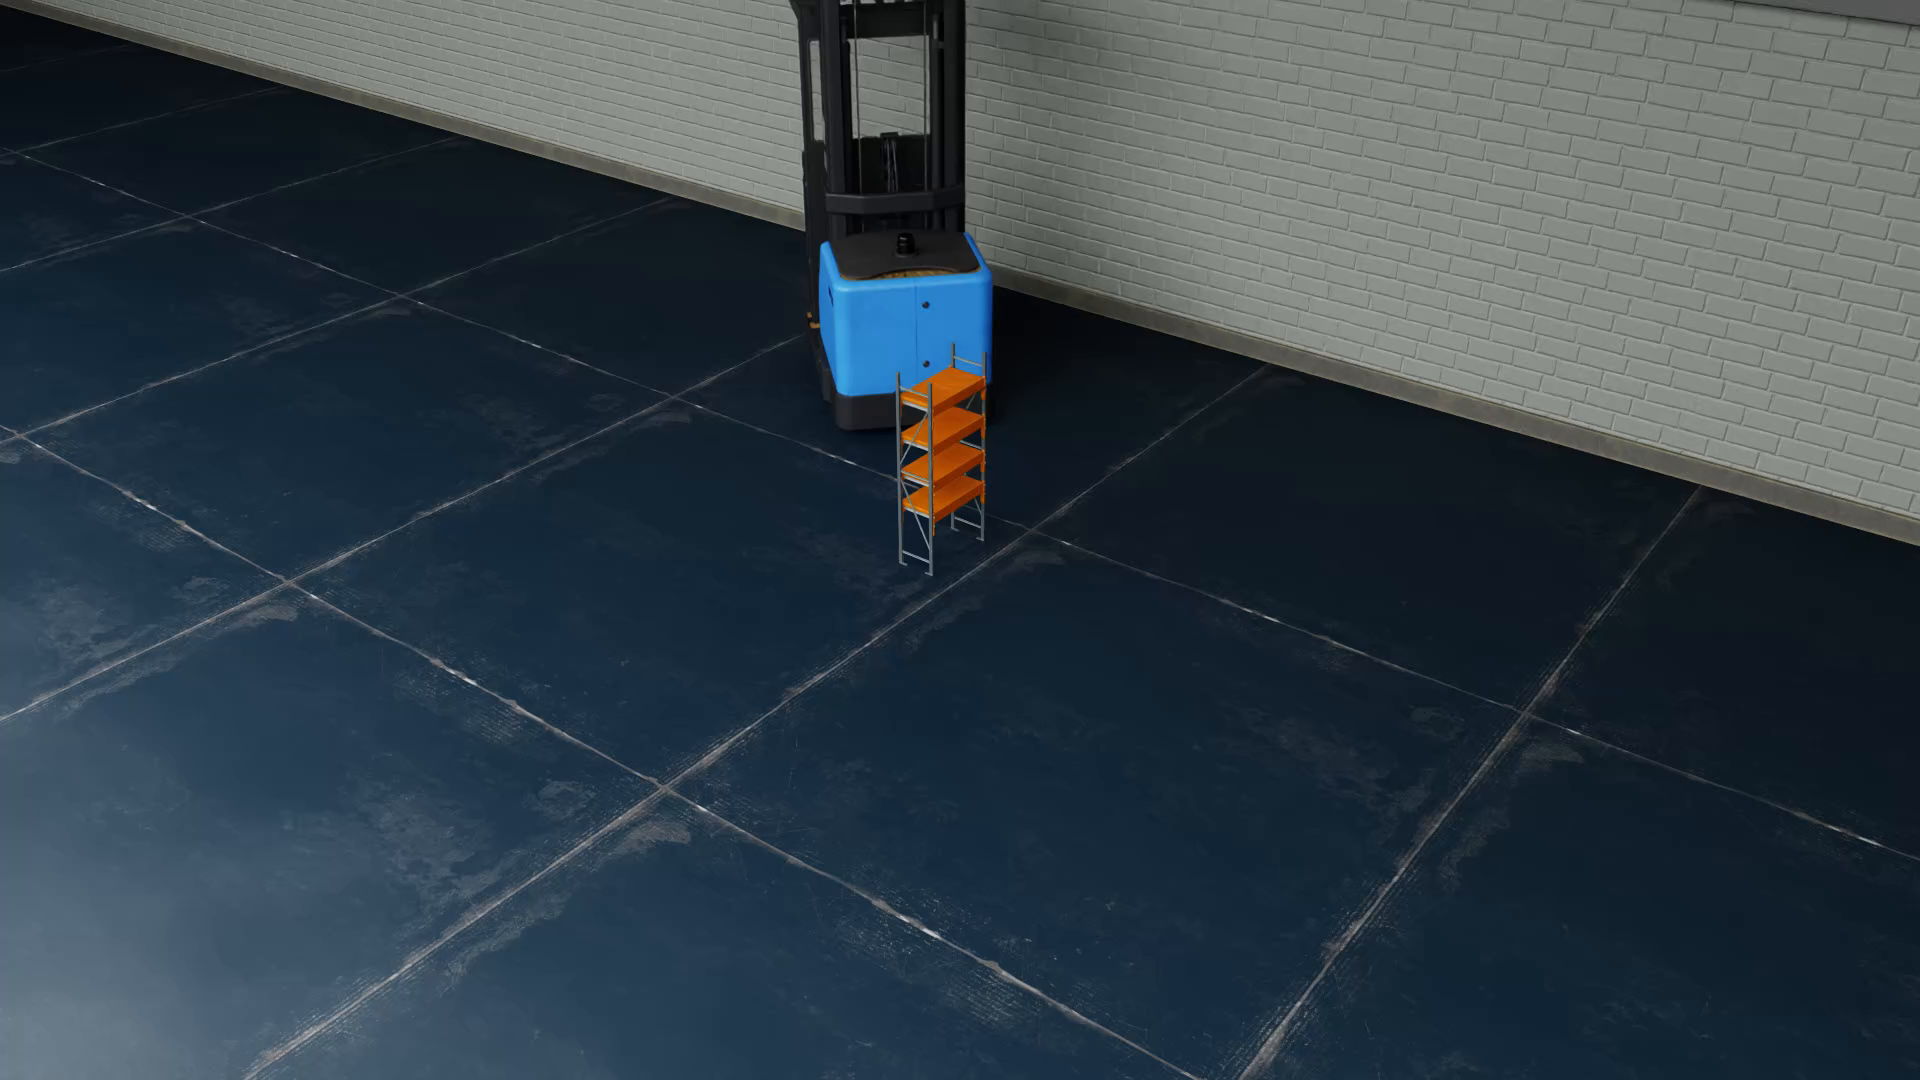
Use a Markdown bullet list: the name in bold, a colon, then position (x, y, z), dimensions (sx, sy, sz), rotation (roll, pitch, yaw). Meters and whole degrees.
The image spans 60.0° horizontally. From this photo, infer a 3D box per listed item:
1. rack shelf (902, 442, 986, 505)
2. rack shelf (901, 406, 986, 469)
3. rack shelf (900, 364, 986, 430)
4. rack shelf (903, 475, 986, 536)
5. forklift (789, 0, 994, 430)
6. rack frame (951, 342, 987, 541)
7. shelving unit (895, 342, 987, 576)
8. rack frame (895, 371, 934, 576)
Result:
- **rack shelf**: position (-0.100, -0.391, 9.365), dimensions (0.258, 0.148, 0.480), rotation (21, 37, 31)
- **rack shelf**: position (-0.100, -0.583, 9.251), dimensions (0.258, 0.148, 0.480), rotation (21, 37, 31)
- **rack shelf**: position (-0.100, -0.787, 9.130), dimensions (0.258, 0.148, 0.480), rotation (21, 37, 31)
- **rack shelf**: position (-0.100, -0.220, 9.466), dimensions (0.258, 0.148, 0.480), rotation (21, 37, 31)
- **forklift**: position (-0.553, -2.711, 11.449), dimensions (1.130, 2.935, 3.031), rotation (-5, 31, -9)
- **rack frame**: position (0.047, -0.548, 9.498), dimensions (0.240, 1.200, 0.015), rotation (21, 37, 31)
- **shelving unit**: position (-0.100, -0.449, 9.331), dimensions (0.258, 1.200, 0.503), rotation (21, 37, 31)
- **rack frame**: position (-0.247, -0.350, 9.163), dimensions (0.240, 1.200, 0.015), rotation (21, 37, 31)
